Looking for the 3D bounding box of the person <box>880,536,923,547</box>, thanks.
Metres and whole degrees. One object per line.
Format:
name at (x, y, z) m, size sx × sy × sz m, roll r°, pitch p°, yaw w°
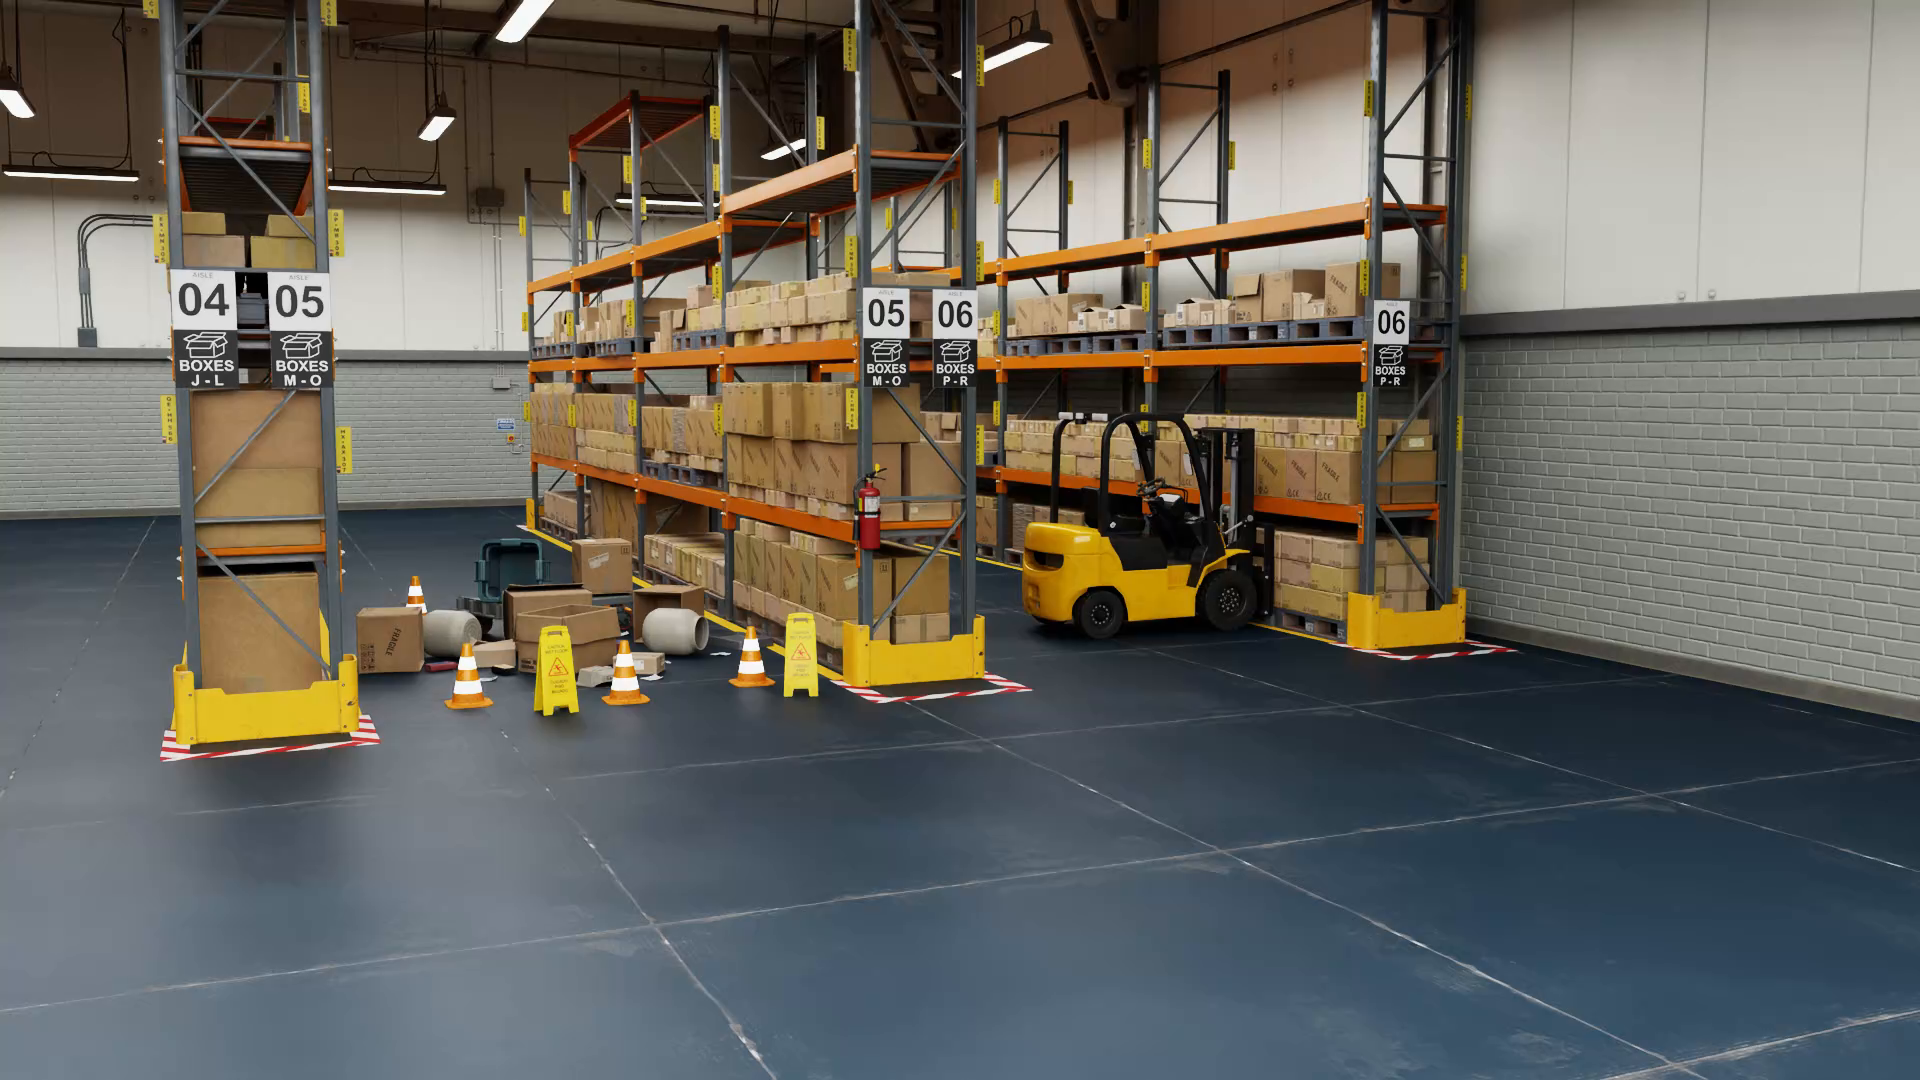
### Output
person at (-0.725, -0.147, 18.154) m, size 0.589 × 1.768 × 0.591 m, roll -4°, pitch 6°, yaw -34°
